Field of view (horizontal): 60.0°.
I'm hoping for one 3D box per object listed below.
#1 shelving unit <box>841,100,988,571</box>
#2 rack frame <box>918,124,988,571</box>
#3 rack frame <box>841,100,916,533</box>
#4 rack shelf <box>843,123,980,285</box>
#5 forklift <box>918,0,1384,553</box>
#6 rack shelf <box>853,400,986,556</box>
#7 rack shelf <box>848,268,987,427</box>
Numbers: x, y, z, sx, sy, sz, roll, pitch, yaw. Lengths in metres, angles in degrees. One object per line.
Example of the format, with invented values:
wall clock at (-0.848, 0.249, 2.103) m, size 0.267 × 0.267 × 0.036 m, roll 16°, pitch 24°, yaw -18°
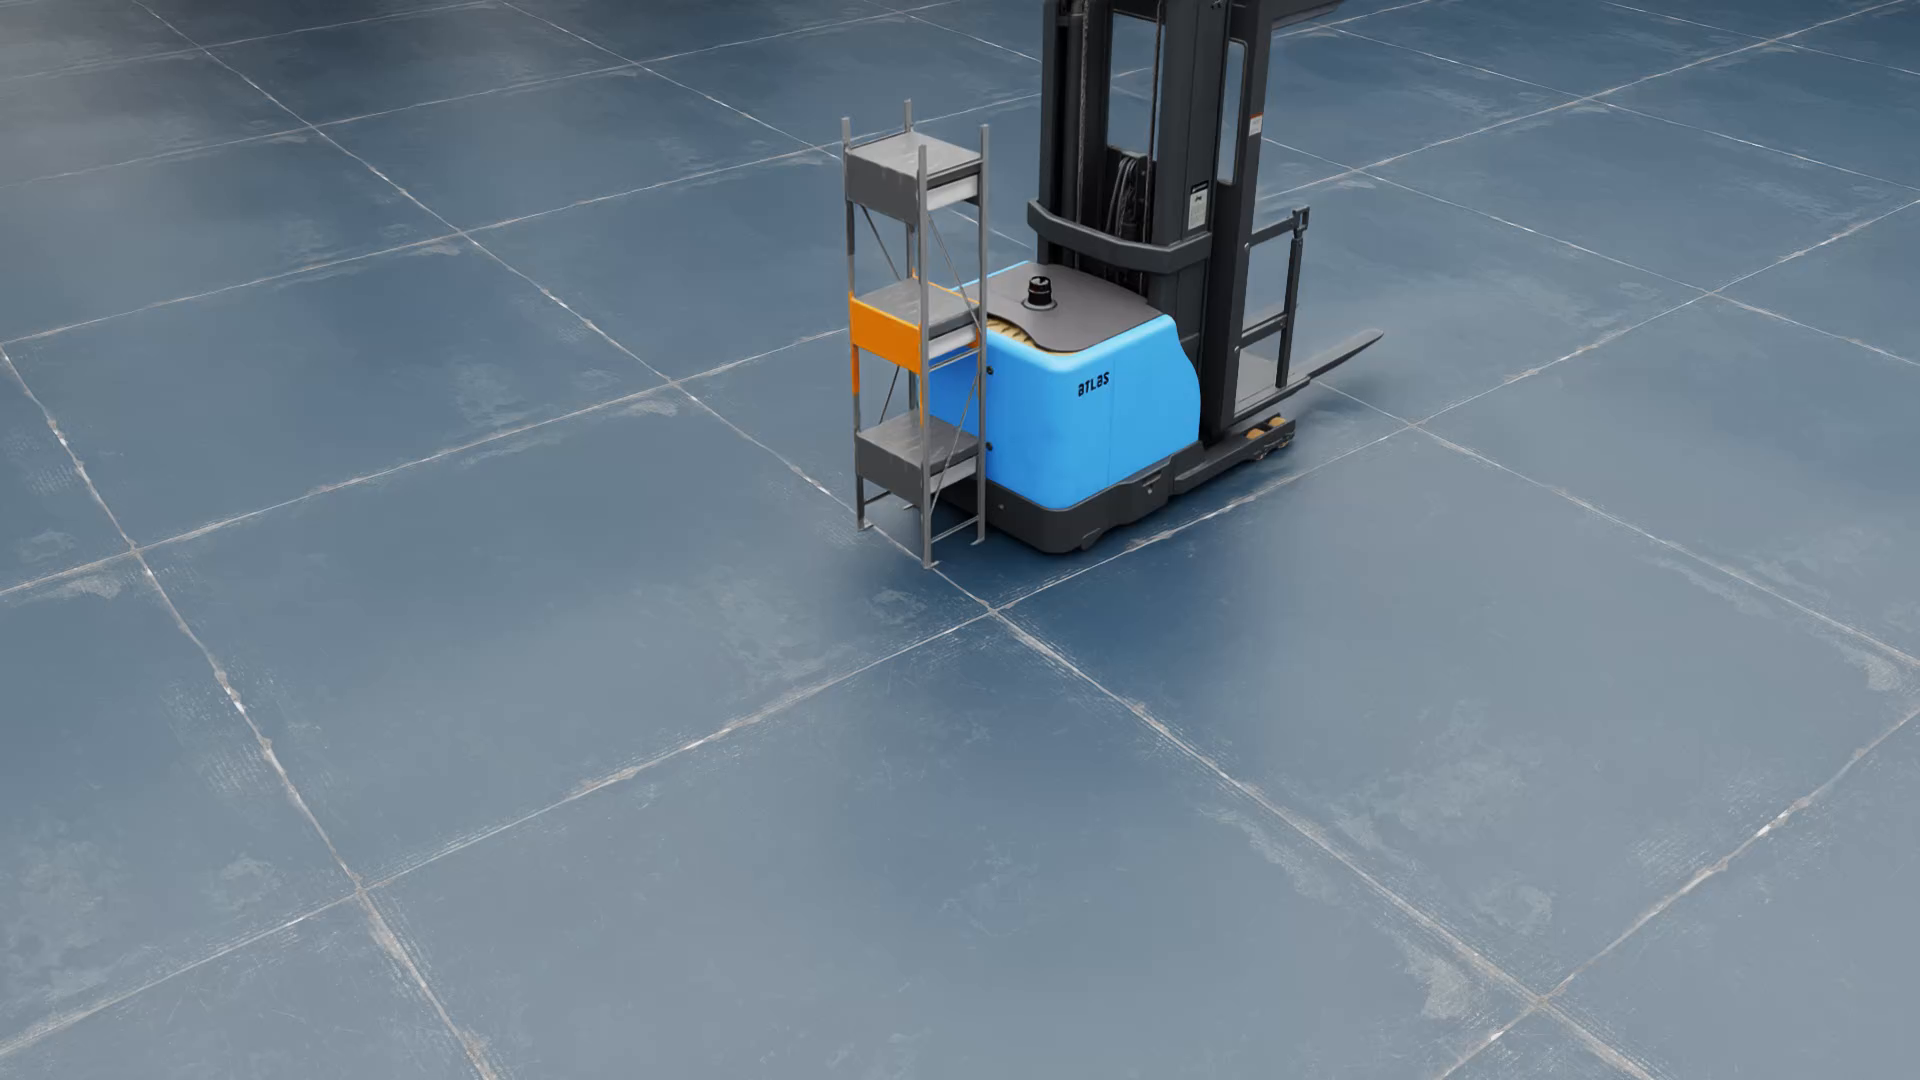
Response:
shelving unit at (-0.196, -0.912, 7.729) m, size 0.431 × 2.100 × 0.503 m, roll -27°, pitch 41°, yaw -36°
rack frame at (-0.026, -0.820, 7.580) m, size 0.400 × 2.100 × 0.015 m, roll -27°, pitch 41°, yaw -36°
rack frame at (-0.366, -1.005, 7.878) m, size 0.400 × 2.100 × 0.015 m, roll -27°, pitch 41°, yaw -36°
rack shelf at (-0.196, -1.495, 7.367) m, size 0.431 × 0.518 × 0.480 m, roll -27°, pitch 41°, yaw -36°
forklift at (1.183, -1.850, 8.451) m, size 3.031 × 2.935 × 1.130 m, roll -27°, pitch 41°, yaw -36°
rack shelf at (-0.196, -0.306, 8.105) m, size 0.431 × 0.518 × 0.480 m, roll -27°, pitch 41°, yaw -36°
rack shelf at (-0.196, -0.901, 7.736) m, size 0.431 × 0.518 × 0.480 m, roll -27°, pitch 41°, yaw -36°
